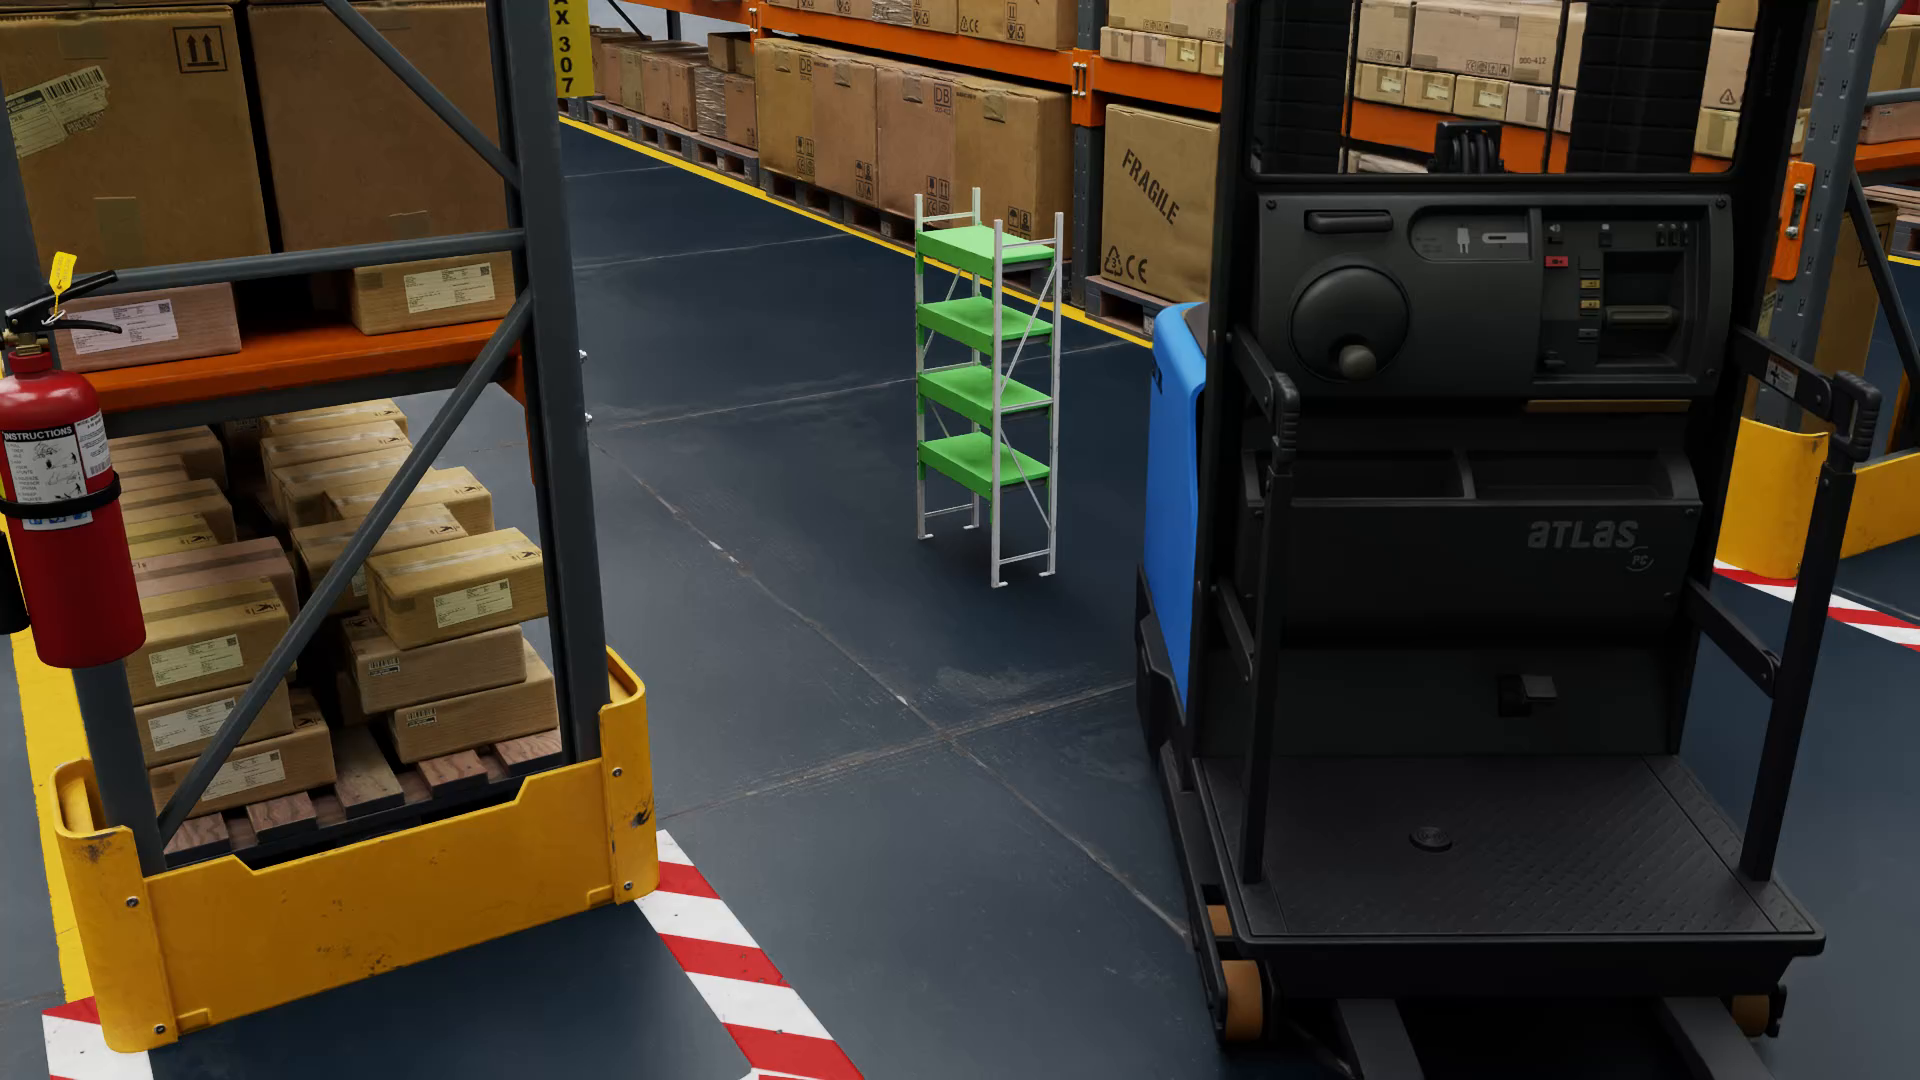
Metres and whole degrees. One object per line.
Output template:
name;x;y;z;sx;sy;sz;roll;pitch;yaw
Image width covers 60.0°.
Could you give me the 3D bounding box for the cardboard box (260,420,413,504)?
cardboard box;-1.793;-0.217;4.799;0.380;0.149;0.250;-12;25;-26

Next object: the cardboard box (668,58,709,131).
cardboard box;-1.943;-3.633;13.501;0.700;0.500;0.500;-10;24;-24

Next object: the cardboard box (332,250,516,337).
cardboard box;-1.106;-0.555;3.528;0.380;0.149;0.250;-13;25;-29

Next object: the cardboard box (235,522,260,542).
cardboard box;-2.053;0.094;4.430;0.380;0.149;0.250;-13;25;-29

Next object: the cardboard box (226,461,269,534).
cardboard box;-1.991;-0.148;5.024;0.380;0.149;0.250;-11;25;-26

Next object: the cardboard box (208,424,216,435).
cardboard box;-2.487;-0.501;5.894;0.380;0.149;0.250;-12;25;-28

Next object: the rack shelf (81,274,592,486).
rack shelf;-2.244;-0.818;4.796;1.077;0.370;4.000;-13;25;-28

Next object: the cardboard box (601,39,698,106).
cardboard box;-2.742;-4.153;14.780;0.700;0.500;0.500;-15;26;-32

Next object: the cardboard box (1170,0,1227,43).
cardboard box;1.314;-2.424;7.596;0.500;0.250;0.500;-13;25;-28

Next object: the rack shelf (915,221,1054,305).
rack shelf;0.085;-0.888;5.297;0.258;0.148;0.480;-13;25;-28

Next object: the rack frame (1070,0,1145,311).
rack frame;1.050;-2.720;8.520;1.000;3.000;0.127;-13;25;-28

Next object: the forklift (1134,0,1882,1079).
forklift;1.054;-0.470;3.074;1.130;2.935;3.031;0;22;-1

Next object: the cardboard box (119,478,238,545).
cardboard box;-2.109;-0.024;4.325;0.380;0.149;0.250;-14;26;-30

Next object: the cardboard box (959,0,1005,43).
cardboard box;0.329;-3.027;9.142;0.500;0.500;0.500;-12;25;-27

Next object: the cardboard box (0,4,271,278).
cardboard box;-1.674;-0.784;3.229;0.500;0.500;0.500;-12;25;-27

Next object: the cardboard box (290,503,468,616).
cardboard box;-1.443;0.046;4.154;0.380;0.149;0.250;-12;25;-27

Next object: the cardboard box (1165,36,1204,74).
cardboard box;1.184;-2.274;7.755;0.380;0.149;0.250;-12;25;-27

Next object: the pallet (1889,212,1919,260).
pallet;6.344;-1.755;9.849;1.003;0.211;1.213;-13;25;-28

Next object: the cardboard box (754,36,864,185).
cardboard box;-0.659;-2.998;11.467;1.225;0.875;0.875;-14;26;-31

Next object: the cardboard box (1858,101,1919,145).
cardboard box;3.195;-1.487;5.820;0.380;0.149;0.250;-12;25;-28

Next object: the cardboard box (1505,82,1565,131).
cardboard box;2.239;-1.607;6.116;0.380;0.149;0.250;-12;25;-27

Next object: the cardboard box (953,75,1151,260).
cardboard box;0.706;-2.134;9.341;1.225;0.875;0.875;-13;25;-28

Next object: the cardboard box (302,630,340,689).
cardboard box;-1.552;0.243;4.458;0.380;0.149;0.250;-12;25;-28

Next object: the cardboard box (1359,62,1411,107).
cardboard box;1.847;-1.856;6.727;0.380;0.149;0.250;-12;25;-27

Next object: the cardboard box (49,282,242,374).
cardboard box;-1.632;-0.439;3.241;0.380;0.149;0.250;-13;25;-28

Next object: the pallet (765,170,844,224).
pallet;-0.656;-2.453;11.567;1.003;0.211;1.213;-13;25;-28

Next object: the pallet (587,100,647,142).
pallet;-2.638;-3.766;14.797;1.003;0.211;1.213;-13;25;-28

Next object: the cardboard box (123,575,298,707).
cardboard box;-1.711;0.224;3.715;0.380;0.149;0.250;-12;25;-28

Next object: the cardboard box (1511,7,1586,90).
cardboard box;2.359;-1.764;5.971;0.500;0.250;0.500;-13;26;-29

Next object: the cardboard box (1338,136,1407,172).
cardboard box;1.778;-1.410;7.561;0.875;0.875;0.875;-13;25;-28

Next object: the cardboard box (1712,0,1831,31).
cardboard box;2.618;-1.948;5.429;0.500;0.500;0.500;-12;25;-28

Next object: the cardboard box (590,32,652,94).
cardboard box;-3.207;-4.483;15.620;0.500;0.500;0.500;-13;26;-30

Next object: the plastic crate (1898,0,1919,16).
plastic crate;5.548;-3.393;10.011;0.402;0.464;0.583;-13;25;-28

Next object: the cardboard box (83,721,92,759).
cardboard box;-1.889;0.428;4.003;0.380;0.149;0.250;-12;25;-27

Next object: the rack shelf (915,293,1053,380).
rack shelf;0.085;-0.665;5.387;0.258;0.148;0.480;-13;25;-28

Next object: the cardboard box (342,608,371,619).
cardboard box;-1.361;0.166;4.253;0.380;0.149;0.250;-13;25;-28

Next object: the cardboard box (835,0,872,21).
cardboard box;-0.449;-3.520;10.355;0.500;0.500;0.500;-13;26;-29

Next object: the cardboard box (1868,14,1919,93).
cardboard box;3.080;-1.701;5.816;0.500;0.250;0.500;-13;26;-30

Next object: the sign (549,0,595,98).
sign;-0.756;-1.009;3.161;0.100;0.325;0.005;-13;25;-28

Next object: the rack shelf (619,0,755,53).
rack shelf;-2.015;-4.329;13.434;1.077;0.370;4.000;-13;25;-28

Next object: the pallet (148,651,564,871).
pallet;-1.646;0.494;4.317;1.003;0.211;1.213;-13;25;-28

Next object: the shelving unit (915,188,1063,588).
shelving unit;0.085;-0.502;5.454;0.258;1.200;0.503;-13;25;-28
